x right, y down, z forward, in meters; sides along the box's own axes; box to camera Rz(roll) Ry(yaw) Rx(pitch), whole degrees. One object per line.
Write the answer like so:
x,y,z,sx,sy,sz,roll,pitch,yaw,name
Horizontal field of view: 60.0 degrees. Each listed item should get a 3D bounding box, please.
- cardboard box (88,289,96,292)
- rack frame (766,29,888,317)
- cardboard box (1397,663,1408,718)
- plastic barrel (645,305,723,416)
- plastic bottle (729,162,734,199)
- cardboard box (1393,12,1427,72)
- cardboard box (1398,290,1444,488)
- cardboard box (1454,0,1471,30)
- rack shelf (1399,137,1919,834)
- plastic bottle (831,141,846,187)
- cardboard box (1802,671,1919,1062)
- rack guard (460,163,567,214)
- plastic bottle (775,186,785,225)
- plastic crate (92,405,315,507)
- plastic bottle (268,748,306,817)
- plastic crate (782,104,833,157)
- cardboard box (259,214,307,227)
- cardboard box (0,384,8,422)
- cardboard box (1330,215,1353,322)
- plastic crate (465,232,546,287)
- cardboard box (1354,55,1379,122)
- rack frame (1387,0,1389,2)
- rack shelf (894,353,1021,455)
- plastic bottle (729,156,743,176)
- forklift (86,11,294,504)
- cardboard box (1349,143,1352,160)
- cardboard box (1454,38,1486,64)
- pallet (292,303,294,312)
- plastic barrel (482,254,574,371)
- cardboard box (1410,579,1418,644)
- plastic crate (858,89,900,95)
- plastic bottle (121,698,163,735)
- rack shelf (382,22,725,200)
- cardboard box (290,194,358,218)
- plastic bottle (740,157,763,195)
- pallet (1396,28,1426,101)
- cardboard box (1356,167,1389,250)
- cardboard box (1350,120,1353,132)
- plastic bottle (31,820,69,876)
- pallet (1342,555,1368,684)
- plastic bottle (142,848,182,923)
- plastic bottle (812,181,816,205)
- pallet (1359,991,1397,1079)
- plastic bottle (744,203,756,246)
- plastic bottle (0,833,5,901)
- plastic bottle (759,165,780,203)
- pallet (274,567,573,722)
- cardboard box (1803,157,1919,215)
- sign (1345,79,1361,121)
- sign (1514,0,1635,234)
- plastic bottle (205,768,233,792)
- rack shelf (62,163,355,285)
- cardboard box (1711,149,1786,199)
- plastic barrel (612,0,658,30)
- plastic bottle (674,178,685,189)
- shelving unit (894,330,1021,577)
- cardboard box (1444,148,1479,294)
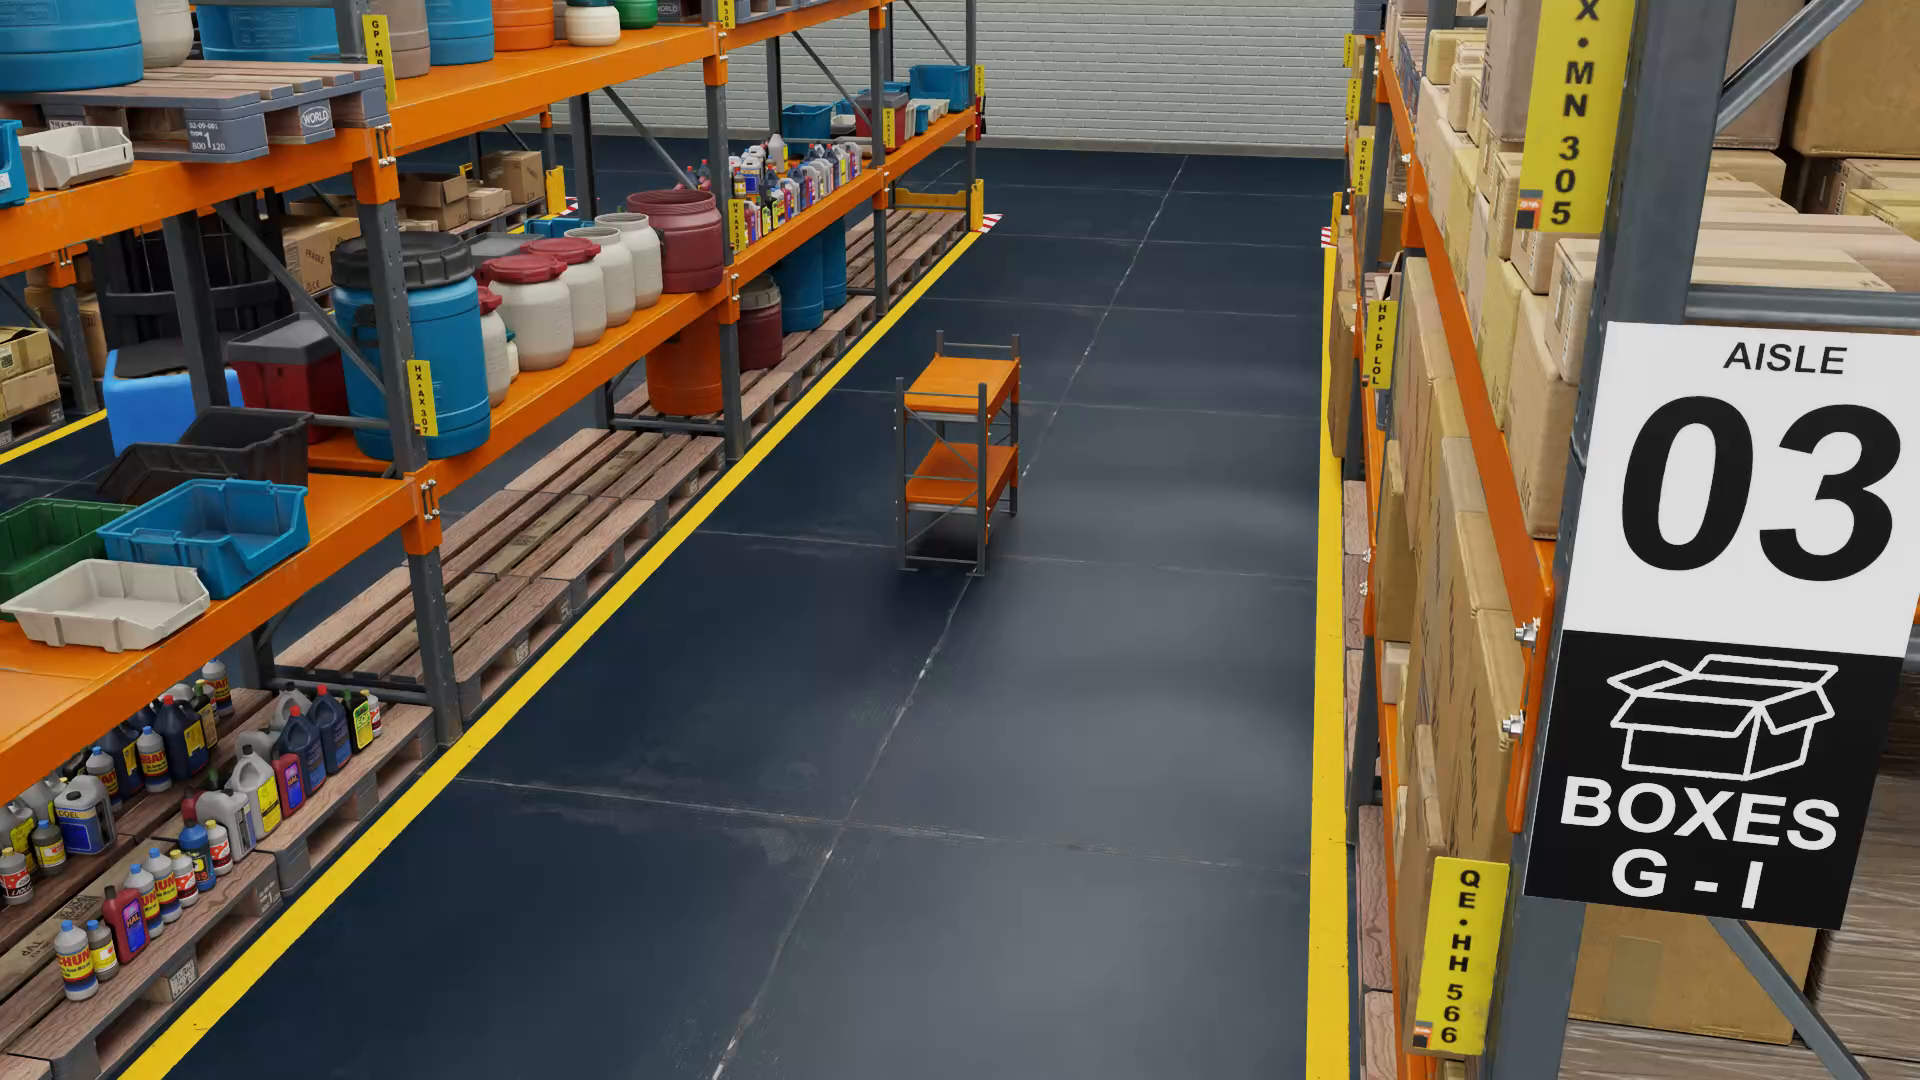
-6.337,-1.732,12.895,0.500,0.500,0.500,4,22,9,cardboard box
-1.146,-3.434,14.366,1.000,3.000,0.127,4,22,11,rack frame
1.501,0.500,4.933,0.380,0.149,0.250,4,22,11,cardboard box
-1.879,-1.340,11.508,0.600,0.830,0.708,4,22,11,plastic barrel
-1.850,-2.813,12.989,0.152,0.276,0.135,4,22,11,plastic bottle
2.341,-2.387,7.950,0.500,0.250,0.500,5,22,12,cardboard box
1.629,-0.451,5.088,0.500,0.500,0.500,4,22,11,cardboard box
2.355,-2.302,7.290,0.380,0.166,0.250,4,22,9,cardboard box
1.662,-0.457,3.922,1.077,0.370,4.000,4,22,11,rack shelf
-1.013,-3.050,13.478,0.144,0.351,0.185,4,22,11,plastic bottle
1.633,0.503,2.718,0.500,0.500,0.500,4,22,11,cardboard box
-5.194,-4.089,19.337,1.175,0.500,0.348,4,22,11,rack guard
-1.318,-2.424,12.029,0.097,0.271,0.097,0,22,0,plastic bottle
-3.010,-0.298,6.661,0.767,0.338,0.504,4,22,11,plastic crate
-2.659,0.938,6.557,0.061,0.283,0.133,6,23,14,plastic bottle
-1.385,-3.652,14.846,0.392,0.384,0.575,4,22,11,plastic crate
-6.332,-2.700,15.298,0.500,0.500,0.500,3,22,8,cardboard box
-6.781,-0.870,11.117,0.500,0.250,0.500,4,22,10,cardboard box
3.592,-2.030,13.162,1.225,0.875,0.875,5,22,11,cardboard box
-2.592,-1.434,9.312,0.402,0.464,0.583,4,22,11,plastic crate
3.641,-3.844,14.183,0.500,0.500,0.500,5,22,11,cardboard box
2.886,-4.377,8.675,1.000,3.000,0.127,4,22,11,rack frame
0.001,-0.796,9.540,0.538,0.278,1.000,4,22,11,rack shelf
-1.802,-2.898,13.200,0.152,0.276,0.135,4,22,11,plastic bottle
-4.814,-1.800,10.399,1.130,2.935,3.031,-9,24,-21,forklift
3.654,-3.453,14.749,0.380,0.149,0.250,5,22,12,cardboard box
1.715,-1.440,5.065,0.380,0.149,0.250,3,22,8,cardboard box
-6.370,-1.772,13.971,1.003,0.211,1.213,4,22,11,pallet
-2.219,-1.173,8.569,0.433,0.535,0.433,0,22,0,plastic barrel
1.778,0.215,4.772,0.875,0.500,0.500,4,22,11,cardboard box
-0.837,-4.541,17.259,0.416,0.233,0.300,4,22,11,plastic crate
-3.349,0.780,6.859,0.144,0.351,0.185,5,22,12,plastic bottle
-2.370,-2.298,8.491,1.077,0.370,4.000,4,22,11,rack shelf
-6.156,-3.088,16.263,0.500,0.500,0.500,4,22,11,cardboard box
-1.654,-2.886,13.171,0.152,0.276,0.135,4,22,11,plastic bottle
2.509,-2.033,7.121,1.213,0.211,1.003,4,22,11,pallet
2.955,-2.212,11.196,0.500,0.500,0.500,4,22,9,cardboard box
3.850,-3.868,15.245,0.500,0.250,0.500,4,22,10,cardboard box
-3.385,1.135,6.178,0.097,0.201,0.097,0,22,0,plastic bottle
2.474,0.430,8.503,1.003,0.211,1.213,4,22,11,pallet
-2.829,1.215,5.886,0.097,0.271,0.097,0,22,0,plastic bottle
-1.159,-2.677,12.751,0.097,0.201,0.097,0,22,0,plastic bottle
1.721,1.858,4.957,1.003,0.211,1.213,4,22,11,pallet
-1.446,-2.168,11.377,0.061,0.283,0.133,4,22,11,plastic bottle
-3.543,1.168,5.996,0.152,0.276,0.135,4,22,9,plastic bottle
-1.414,-2.610,12.385,0.144,0.351,0.185,4,22,11,plastic bottle
-2.656,0.495,8.343,1.003,0.211,1.213,4,22,11,pallet
1.794,-0.630,3.054,0.380,0.149,0.250,4,22,11,cardboard box
3.159,-3.537,13.356,0.100,0.325,0.005,4,22,11,sign
0.715,-0.520,1.929,0.100,0.325,0.005,4,22,11,sign
-2.838,0.995,6.416,0.061,0.283,0.133,4,22,11,plastic bottle
-6.403,-2.748,13.625,1.077,0.370,4.000,4,22,11,rack shelf
1.322,-0.670,3.153,0.380,0.149,0.250,5,22,12,cardboard box
-1.963,-3.197,9.968,0.294,0.245,0.294,0,22,0,plastic barrel
-2.064,-2.516,12.241,0.061,0.283,0.133,4,22,11,plastic bottle
0.001,-0.524,9.650,0.538,1.125,1.048,4,22,11,shelving unit
1.413,-0.740,3.860,0.500,0.250,0.500,4,22,10,cardboard box
